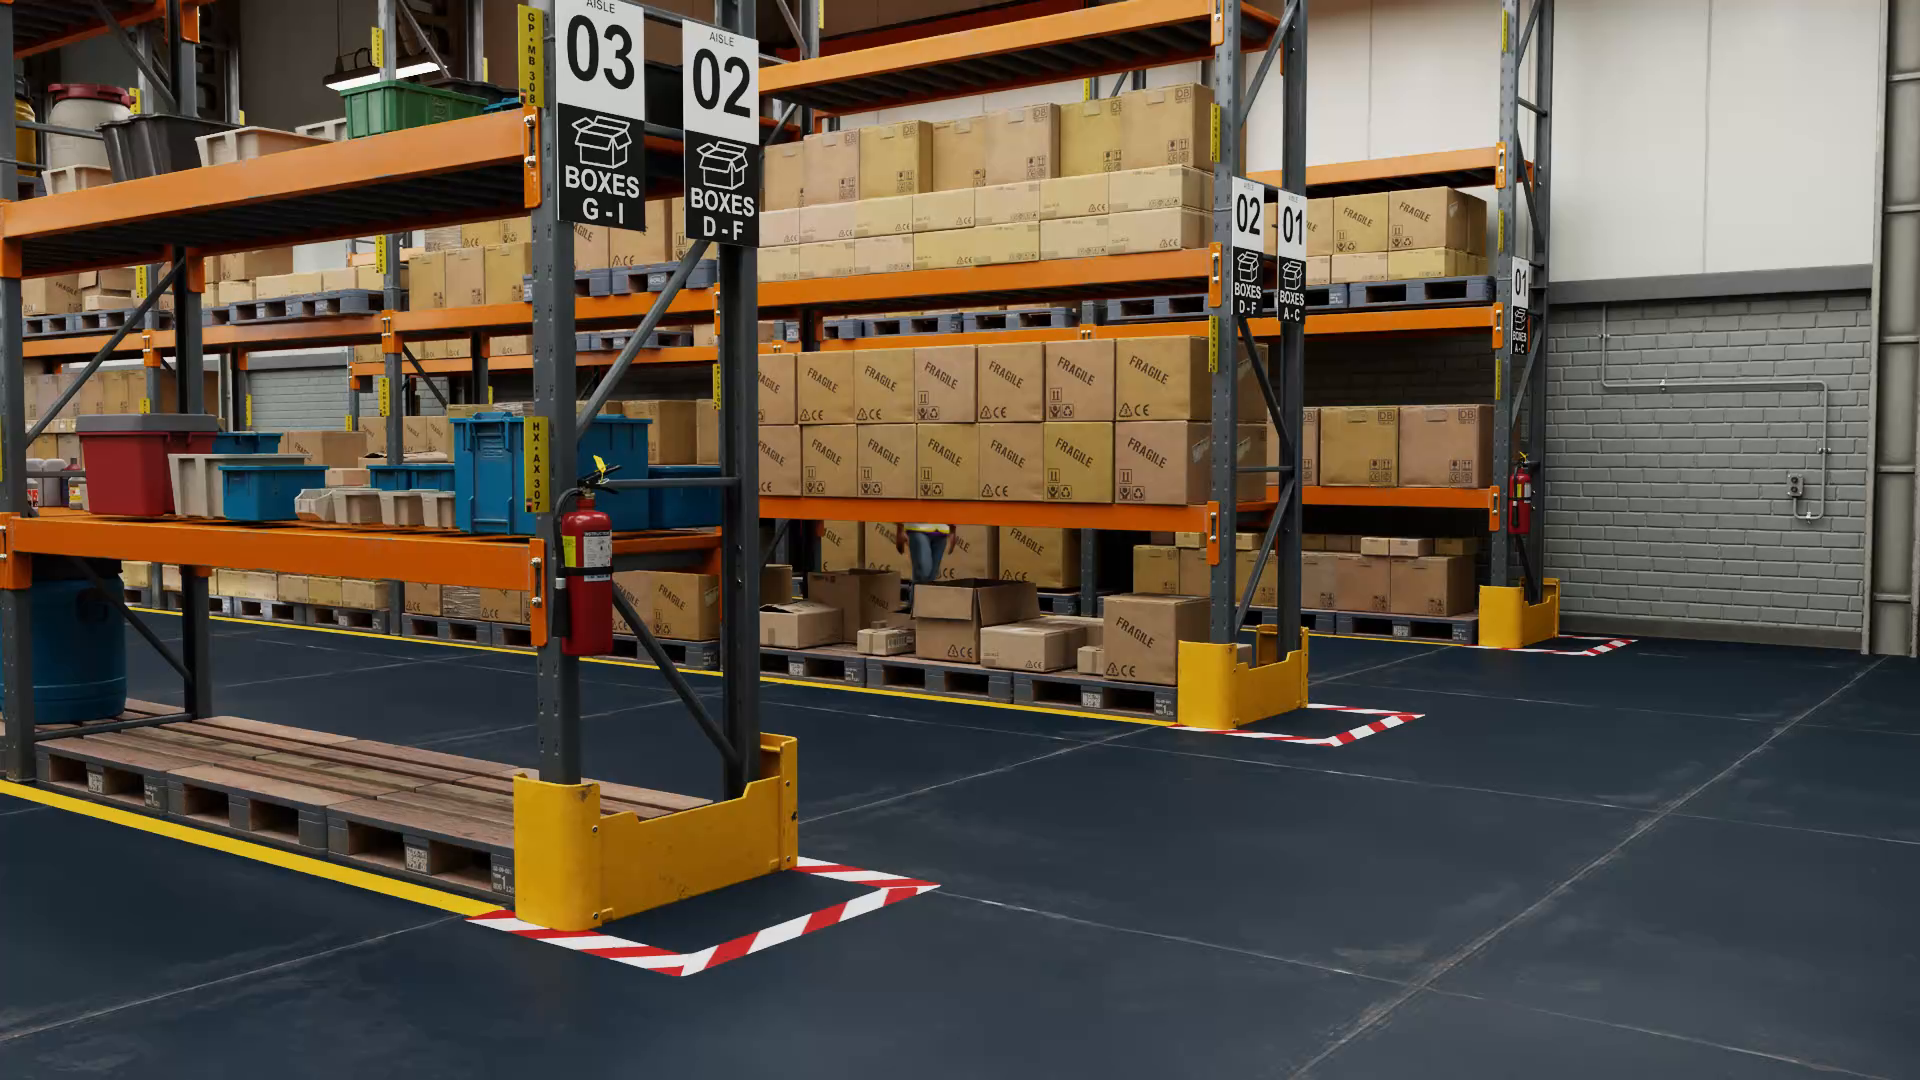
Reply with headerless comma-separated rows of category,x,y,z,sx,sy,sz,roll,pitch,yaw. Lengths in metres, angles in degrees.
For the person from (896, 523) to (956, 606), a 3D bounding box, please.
person,-0.305,-0.030,14.555,0.647,1.812,0.542,-3,4,-38
